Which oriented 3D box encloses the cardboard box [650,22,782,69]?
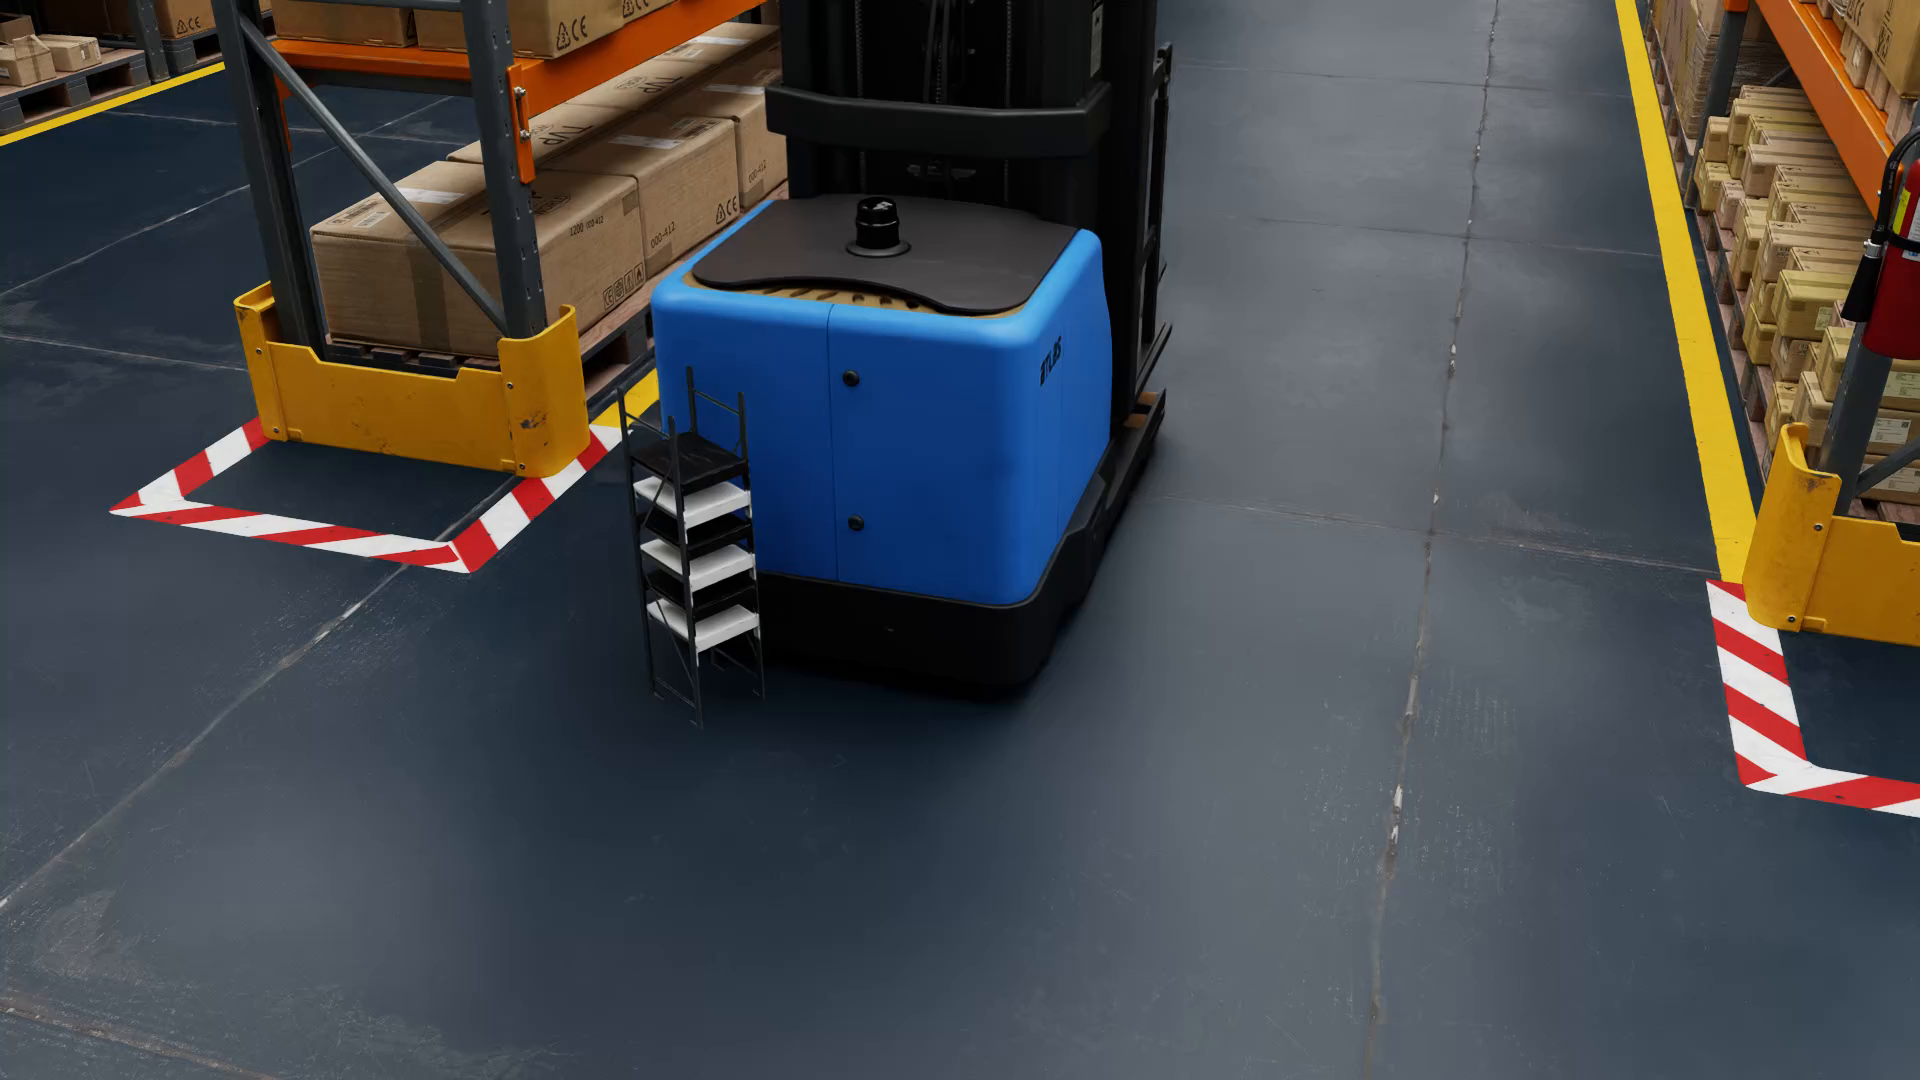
[{"bbox_3d":[-0.999,-2.331,8.558,0.875,0.438,0.875,8,30,14],"label":"cardboard box"}]

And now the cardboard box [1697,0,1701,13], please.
[{"bbox_3d":[4.190,-2.922,8.785,0.500,0.250,0.500,10,31,17],"label":"cardboard box"}]

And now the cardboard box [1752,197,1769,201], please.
[{"bbox_3d":[3.426,-1.330,6.751,0.380,0.149,0.250,10,31,17],"label":"cardboard box"}]

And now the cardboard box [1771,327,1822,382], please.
[{"bbox_3d":[2.908,-0.620,5.474,0.380,0.149,0.250,7,30,13],"label":"cardboard box"}]

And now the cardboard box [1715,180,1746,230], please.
[{"bbox_3d":[3.534,-1.452,7.274,0.380,0.149,0.250,8,30,15],"label":"cardboard box"}]

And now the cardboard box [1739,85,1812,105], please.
[{"bbox_3d":[3.750,-1.951,7.560,0.380,0.149,0.250,10,31,17],"label":"cardboard box"}]

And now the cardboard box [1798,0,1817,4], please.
[{"bbox_3d":[3.313,-2.070,6.144,0.380,0.149,0.250,10,31,17],"label":"cardboard box"}]

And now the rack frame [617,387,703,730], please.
[{"bbox_3d":[-0.757,0.062,4.213,0.006,0.900,0.240,-24,37,-36],"label":"rack frame"}]

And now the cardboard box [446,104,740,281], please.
[{"bbox_3d":[-1.528,-1.496,7.057,0.875,0.438,0.875,9,30,16],"label":"cardboard box"}]

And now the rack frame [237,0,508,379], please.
[{"bbox_3d":[-1.890,-1.685,5.193,0.949,2.616,0.053,8,30,15],"label":"rack frame"}]

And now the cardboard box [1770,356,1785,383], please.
[{"bbox_3d":[3.029,-0.598,5.740,0.380,0.149,0.250,9,30,15],"label":"cardboard box"}]

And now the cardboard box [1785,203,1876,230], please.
[{"bbox_3d":[15.729,-10.700,14.693,18.148,8.504,30.398,7,30,13],"label":"cardboard box"}]

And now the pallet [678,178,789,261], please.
[{"bbox_3d":[-1.367,-1.414,7.574,1.003,0.211,1.213,8,30,15],"label":"pallet"}]

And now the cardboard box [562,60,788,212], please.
[{"bbox_3d":[-1.261,-1.914,7.810,0.875,0.438,0.875,8,30,13],"label":"cardboard box"}]

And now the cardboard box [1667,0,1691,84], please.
[{"bbox_3d":[4.331,-2.831,9.393,0.500,0.500,0.500,8,30,14],"label":"cardboard box"}]

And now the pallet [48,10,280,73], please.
[{"bbox_3d":[-5.256,-3.415,11.171,1.003,0.211,1.213,8,30,15],"label":"pallet"}]

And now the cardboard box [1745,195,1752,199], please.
[{"bbox_3d":[3.529,-1.455,6.974,0.380,0.149,0.250,7,30,12],"label":"cardboard box"}]

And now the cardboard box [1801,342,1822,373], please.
[{"bbox_3d":[2.885,-0.492,5.244,0.380,0.149,0.250,8,30,14],"label":"cardboard box"}]

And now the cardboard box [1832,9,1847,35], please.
[{"bbox_3d":[3.225,-1.819,5.692,0.380,0.149,0.250,9,30,16],"label":"cardboard box"}]

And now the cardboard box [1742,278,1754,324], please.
[{"bbox_3d":[3.143,-0.850,6.192,0.380,0.149,0.250,9,30,16],"label":"cardboard box"}]

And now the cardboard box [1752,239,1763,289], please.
[{"bbox_3d":[3.141,-0.979,6.120,0.380,0.149,0.250,10,31,17],"label":"cardboard box"}]

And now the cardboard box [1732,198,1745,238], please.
[{"bbox_3d":[3.507,-1.326,7.050,0.380,0.149,0.250,8,30,14],"label":"cardboard box"}]

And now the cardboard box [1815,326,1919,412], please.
[{"bbox_3d":[2.788,-0.505,4.960,0.380,0.149,0.250,9,30,15],"label":"cardboard box"}]

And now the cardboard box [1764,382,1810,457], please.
[{"bbox_3d":[2.809,-0.371,5.332,0.380,0.149,0.250,9,30,16],"label":"cardboard box"}]

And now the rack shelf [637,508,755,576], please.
[{"bbox_3d":[-0.682,-0.021,4.246,0.200,0.077,0.258,-24,37,-36],"label":"rack shelf"}]

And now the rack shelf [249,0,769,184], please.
[{"bbox_3d":[-1.299,-2.299,7.038,1.077,0.370,4.000,8,30,15],"label":"rack shelf"}]

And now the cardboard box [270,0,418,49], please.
[{"bbox_3d":[-1.998,-1.990,5.639,0.500,0.500,0.500,9,30,15],"label":"cardboard box"}]

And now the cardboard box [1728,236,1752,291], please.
[{"bbox_3d":[3.293,-1.089,6.623,0.380,0.149,0.250,8,30,14],"label":"cardboard box"}]

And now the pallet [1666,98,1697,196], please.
[{"bbox_3d":[4.276,-2.027,8.677,1.003,0.211,1.213,8,30,15],"label":"pallet"}]

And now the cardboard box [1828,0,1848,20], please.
[{"bbox_3d":[3.057,-1.920,5.207,0.500,0.500,0.500,9,30,15],"label":"cardboard box"}]

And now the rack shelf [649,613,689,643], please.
[{"bbox_3d":[-0.682,0.202,4.370,0.184,0.015,0.199,-24,37,-36],"label":"rack shelf"}]

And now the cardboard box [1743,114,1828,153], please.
[{"bbox_3d":[3.585,-1.707,7.121,0.392,0.149,0.269,10,30,17],"label":"cardboard box"}]

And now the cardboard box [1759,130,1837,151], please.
[{"bbox_3d":[3.531,-1.582,6.898,0.380,0.149,0.250,8,30,14],"label":"cardboard box"}]

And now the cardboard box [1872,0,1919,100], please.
[{"bbox_3d":[2.761,-1.444,4.352,0.500,0.500,0.500,9,30,16],"label":"cardboard box"}]

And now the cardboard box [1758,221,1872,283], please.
[{"bbox_3d":[3.034,-0.996,5.843,0.380,0.149,0.250,10,31,17],"label":"cardboard box"}]

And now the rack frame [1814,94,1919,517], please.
[{"bbox_3d":[2.875,-1.025,4.007,1.000,3.000,0.127,8,30,15],"label":"rack frame"}]

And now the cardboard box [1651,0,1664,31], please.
[{"bbox_3d":[1.953,-3.419,8.815,4.865,2.090,5.455,9,30,16],"label":"cardboard box"}]

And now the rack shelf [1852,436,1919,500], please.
[{"bbox_3d":[2.878,-1.024,4.006,0.949,2.616,0.053,8,30,15],"label":"rack shelf"}]

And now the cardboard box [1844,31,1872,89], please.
[{"bbox_3d":[2.921,-1.458,5.043,0.380,0.149,0.250,9,30,16],"label":"cardboard box"}]

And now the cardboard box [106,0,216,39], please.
[{"bbox_3d":[-5.101,-3.534,10.656,0.500,0.500,0.500,10,31,17],"label":"cardboard box"}]

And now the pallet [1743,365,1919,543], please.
[{"bbox_3d":[3.170,-0.214,5.418,1.003,0.211,1.213,8,30,15],"label":"pallet"}]

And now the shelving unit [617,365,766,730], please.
[{"bbox_3d":[5.935,-3.436,7.264,15.758,4.048,2.959,-24,37,-36],"label":"shelving unit"}]

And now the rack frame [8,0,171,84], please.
[{"bbox_3d":[-5.459,-4.250,9.804,1.000,3.000,0.127,8,30,15],"label":"rack frame"}]

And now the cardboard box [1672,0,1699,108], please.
[{"bbox_3d":[4.177,-2.593,8.965,0.500,0.500,0.500,8,30,14],"label":"cardboard box"}]

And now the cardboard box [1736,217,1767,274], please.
[{"bbox_3d":[3.195,-1.111,6.357,0.380,0.149,0.250,9,30,15],"label":"cardboard box"}]

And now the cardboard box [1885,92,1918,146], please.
[{"bbox_3d":[2.701,-1.107,4.413,0.380,0.149,0.250,9,30,15],"label":"cardboard box"}]

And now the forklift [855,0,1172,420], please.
[{"bbox_3d":[-2.385,-4.479,7.945,8.052,5.209,8.879,8,30,14],"label":"forklift"}]

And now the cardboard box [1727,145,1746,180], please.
[{"bbox_3d":[3.648,-1.698,7.412,0.380,0.149,0.250,9,30,15],"label":"cardboard box"}]

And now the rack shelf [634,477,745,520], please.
[{"bbox_3d":[5.945,-3.698,7.114,15.748,3.444,2.940,-24,37,-36],"label":"rack shelf"}]

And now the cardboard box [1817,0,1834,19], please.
[{"bbox_3d":[3.279,-1.939,5.908,0.380,0.149,0.250,10,31,17],"label":"cardboard box"}]

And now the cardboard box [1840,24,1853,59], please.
[{"bbox_3d":[3.027,-1.576,5.256,0.380,0.149,0.250,7,30,13],"label":"cardboard box"}]

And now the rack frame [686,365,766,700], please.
[{"bbox_3d":[-0.608,-0.005,4.334,0.006,0.900,0.240,-24,37,-36],"label":"rack frame"}]
